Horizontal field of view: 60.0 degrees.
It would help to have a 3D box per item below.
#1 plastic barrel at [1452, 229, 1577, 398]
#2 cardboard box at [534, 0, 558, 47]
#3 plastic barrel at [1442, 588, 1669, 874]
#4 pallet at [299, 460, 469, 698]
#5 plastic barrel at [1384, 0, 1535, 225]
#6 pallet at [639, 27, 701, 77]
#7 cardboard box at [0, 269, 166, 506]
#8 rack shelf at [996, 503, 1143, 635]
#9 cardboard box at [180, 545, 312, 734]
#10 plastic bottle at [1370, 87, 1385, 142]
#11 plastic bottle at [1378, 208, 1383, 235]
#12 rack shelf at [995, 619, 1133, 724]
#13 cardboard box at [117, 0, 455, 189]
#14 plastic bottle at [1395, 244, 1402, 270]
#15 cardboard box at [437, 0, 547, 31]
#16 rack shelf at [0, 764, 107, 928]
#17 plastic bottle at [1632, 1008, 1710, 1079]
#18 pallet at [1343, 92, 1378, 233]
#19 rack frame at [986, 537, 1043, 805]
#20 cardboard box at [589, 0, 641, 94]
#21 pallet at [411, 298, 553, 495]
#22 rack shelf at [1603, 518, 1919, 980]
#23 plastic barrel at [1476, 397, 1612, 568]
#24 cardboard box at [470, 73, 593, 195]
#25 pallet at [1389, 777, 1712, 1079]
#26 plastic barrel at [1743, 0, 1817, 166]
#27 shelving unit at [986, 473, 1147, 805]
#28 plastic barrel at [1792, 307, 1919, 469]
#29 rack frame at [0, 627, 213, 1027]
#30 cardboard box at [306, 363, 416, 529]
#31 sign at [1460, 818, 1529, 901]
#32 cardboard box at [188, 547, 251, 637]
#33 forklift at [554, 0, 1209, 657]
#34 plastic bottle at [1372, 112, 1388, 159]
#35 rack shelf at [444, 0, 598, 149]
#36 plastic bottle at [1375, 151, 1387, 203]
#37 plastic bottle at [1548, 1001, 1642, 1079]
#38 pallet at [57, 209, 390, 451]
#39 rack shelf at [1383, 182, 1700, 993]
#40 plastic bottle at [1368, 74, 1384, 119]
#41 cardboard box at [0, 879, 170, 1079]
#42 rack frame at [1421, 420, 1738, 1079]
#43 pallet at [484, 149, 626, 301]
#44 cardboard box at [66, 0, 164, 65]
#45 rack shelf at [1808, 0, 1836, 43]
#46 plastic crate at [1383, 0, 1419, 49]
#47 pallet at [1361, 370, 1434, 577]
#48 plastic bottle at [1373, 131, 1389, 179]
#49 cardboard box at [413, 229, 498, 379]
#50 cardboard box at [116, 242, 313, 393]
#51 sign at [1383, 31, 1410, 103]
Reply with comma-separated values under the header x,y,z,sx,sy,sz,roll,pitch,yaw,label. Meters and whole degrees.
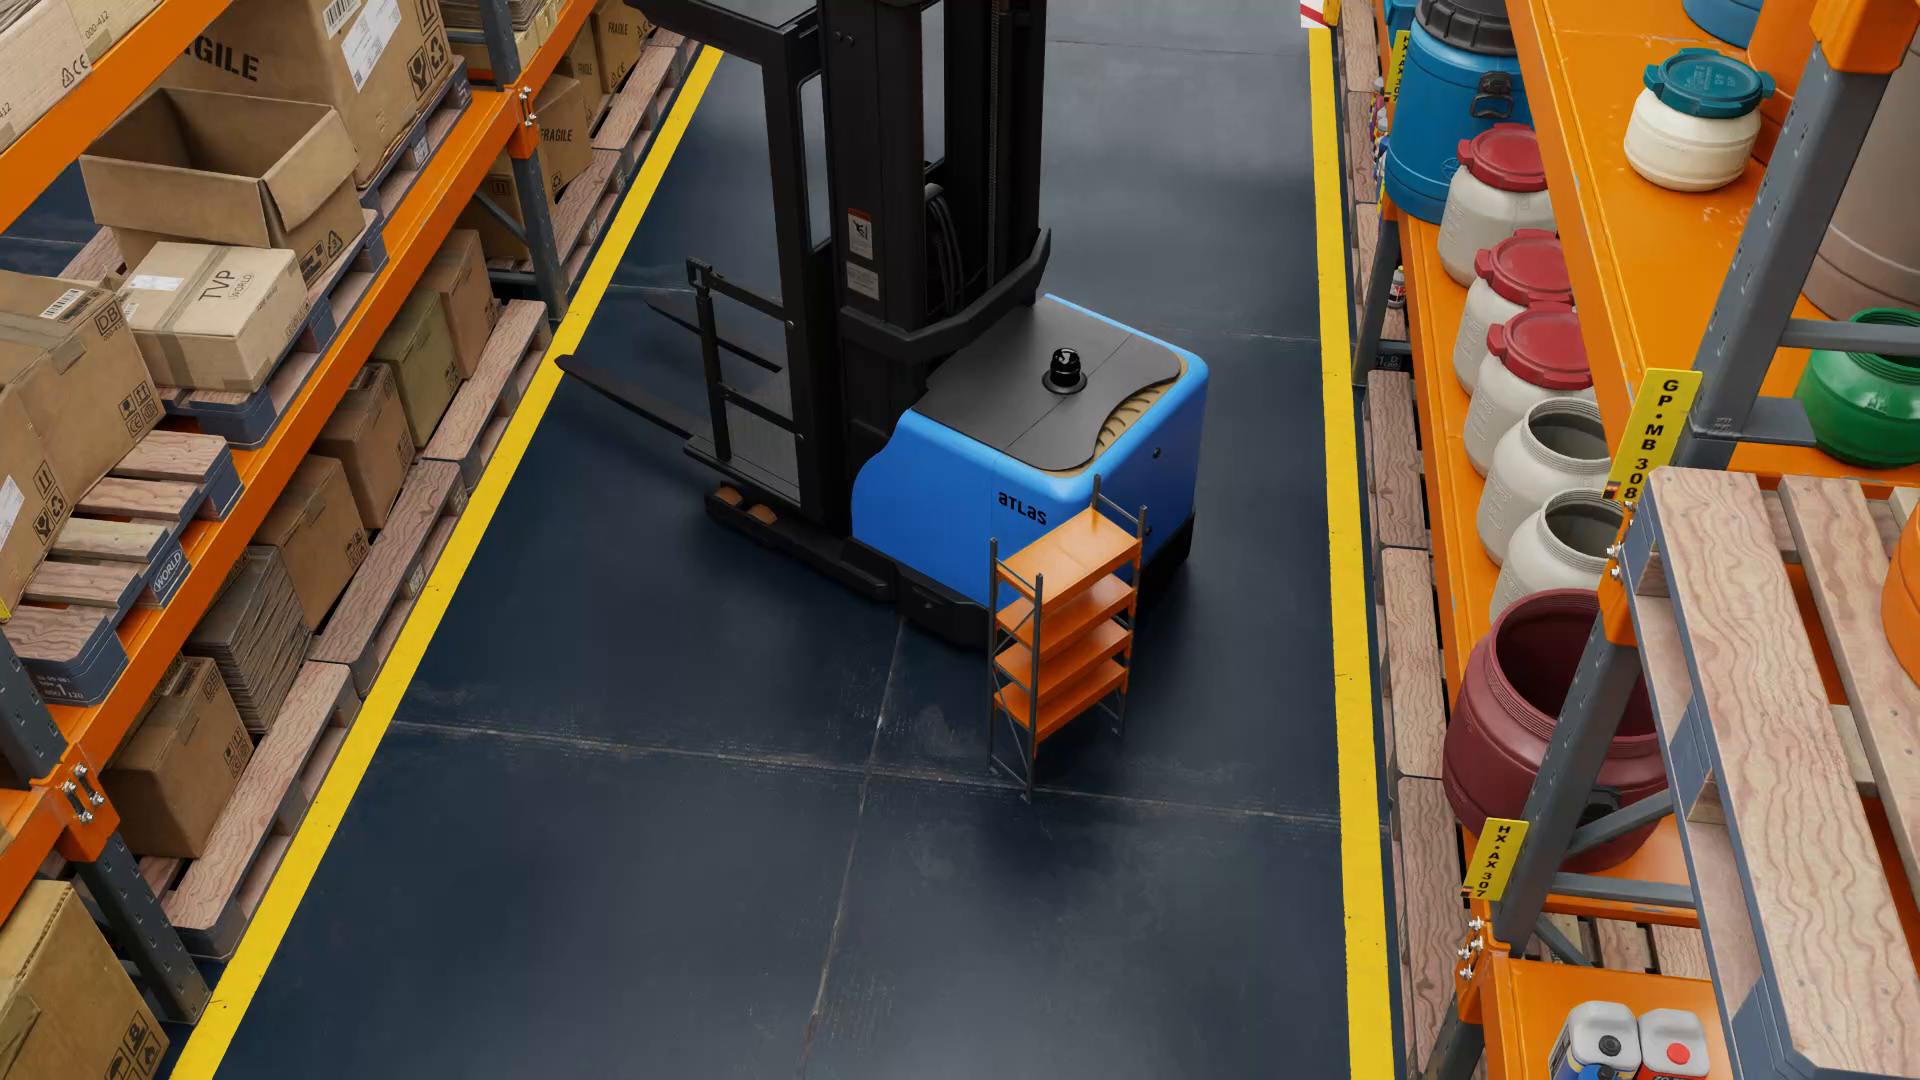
x,y,z,sx,sy,sz,roll,pitch,yaw,label
1.960,-0.743,5.776,0.433,0.535,0.433,0,43,0,plastic barrel
-2.136,-2.473,7.885,0.380,0.149,0.250,5,44,6,cardboard box
1.633,0.507,4.456,0.600,0.536,0.708,5,44,6,plastic barrel
-2.769,0.101,7.012,1.003,0.211,1.213,5,44,6,pallet
2.049,-1.772,6.597,0.600,0.901,0.708,5,44,6,plastic barrel
-2.133,-3.387,10.696,1.003,0.211,1.213,5,44,6,pallet
-3.031,-0.500,5.240,0.700,0.500,0.500,11,45,12,cardboard box
0.368,0.094,5.728,0.480,0.148,0.258,-32,52,-29,rack shelf
-2.908,0.360,6.208,0.700,0.500,0.500,2,43,2,cardboard box
2.333,-2.365,9.244,0.061,0.283,0.133,6,44,6,plastic bottle
2.206,-1.710,8.552,0.061,0.283,0.133,8,44,8,plastic bottle
0.368,0.429,6.045,0.480,0.148,0.258,-32,52,-29,rack shelf
-2.753,-2.118,6.585,1.000,1.000,1.000,6,44,6,cardboard box
2.137,-1.357,8.179,0.061,0.283,0.133,7,44,8,plastic bottle
-2.388,-2.721,7.676,0.875,0.500,0.500,5,44,6,cardboard box
-3.302,2.074,3.423,1.077,0.370,4.000,5,44,6,rack shelf
1.645,1.225,3.887,0.152,0.276,0.135,5,44,6,plastic bottle
2.689,-2.101,9.337,1.003,0.211,1.213,5,44,6,pallet
0.186,0.491,5.881,0.015,1.200,0.240,-32,52,-29,rack frame
-2.226,-2.987,9.758,0.500,0.500,0.500,9,44,9,cardboard box
-2.610,-0.733,7.892,1.003,0.211,1.213,5,44,6,pallet
1.607,1.435,1.916,1.077,0.370,4.000,5,44,6,rack shelf
1.852,-0.148,5.165,0.421,0.512,0.421,0,43,0,plastic barrel
-2.348,-2.181,8.906,0.500,0.500,0.500,19,46,19,cardboard box
2.013,1.388,5.652,1.003,0.211,1.213,5,44,6,pallet
2.282,-1.331,4.002,0.600,0.830,0.708,5,44,6,plastic barrel
0.368,0.380,5.999,0.503,1.200,0.258,-32,52,-29,shelving unit
1.854,-0.305,3.344,0.294,0.245,0.294,0,43,0,plastic barrel
-3.038,0.450,4.615,1.000,3.000,0.127,5,44,6,rack frame
-2.767,-0.407,7.018,0.700,0.500,0.500,2,43,2,cardboard box
1.325,0.796,4.131,0.100,0.325,0.005,5,44,6,sign
-2.919,0.104,5.933,0.500,0.250,0.500,10,44,10,cardboard box
-0.502,-1.319,6.533,3.031,2.935,1.130,27,50,25,forklift
2.322,-2.212,9.091,0.097,0.271,0.097,0,43,0,plastic bottle
-2.245,-3.378,9.181,1.077,0.370,4.000,5,44,6,rack shelf
2.293,-1.923,8.782,0.152,0.276,0.135,6,44,6,plastic bottle
1.494,1.211,3.902,0.152,0.276,0.135,5,44,6,plastic bottle
-2.817,-0.833,6.110,1.003,0.211,1.213,5,44,6,pallet
2.136,-0.201,5.827,1.077,0.370,4.000,5,44,6,rack shelf
2.381,-2.514,9.410,0.097,0.271,0.097,0,43,0,plastic bottle
-3.150,1.538,4.707,1.225,0.875,0.875,3,44,4,cardboard box
1.872,0.900,4.140,1.000,3.000,0.127,5,44,6,rack frame
-2.455,-1.724,8.940,1.003,0.211,1.213,5,44,6,pallet
-2.597,-1.583,4.690,0.500,0.250,0.500,6,44,6,cardboard box
2.136,-2.235,3.901,1.077,0.370,4.000,5,44,6,rack shelf
2.278,-2.551,7.892,0.499,0.251,0.616,5,44,6,plastic crate
2.335,-0.274,7.409,1.003,0.211,1.213,5,44,6,pallet
2.295,-2.074,8.945,0.097,0.271,0.097,0,43,0,plastic bottle
-2.611,-1.112,7.763,0.700,0.500,0.500,2,43,2,cardboard box
-2.588,-0.769,5.707,0.500,0.250,0.500,4,44,4,cardboard box
1.857,-1.984,6.984,0.100,0.325,0.005,5,44,6,sign
